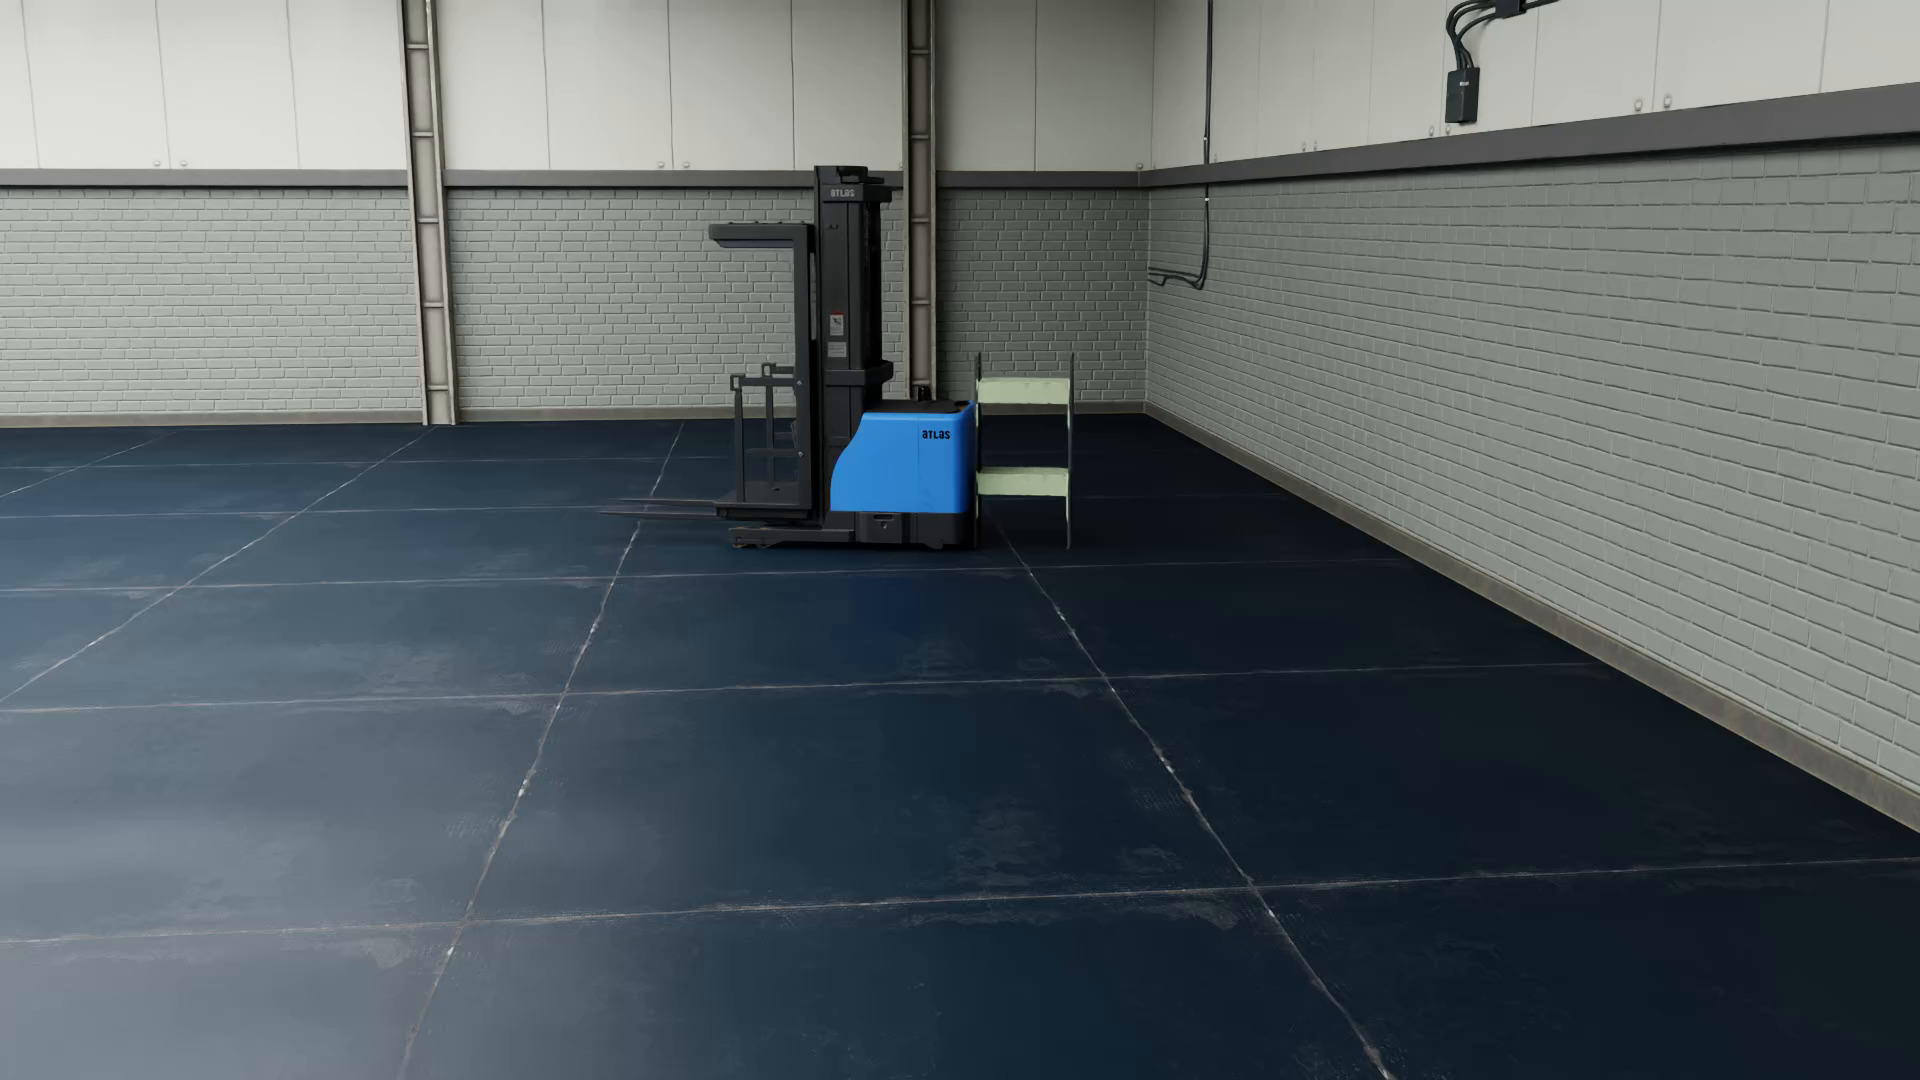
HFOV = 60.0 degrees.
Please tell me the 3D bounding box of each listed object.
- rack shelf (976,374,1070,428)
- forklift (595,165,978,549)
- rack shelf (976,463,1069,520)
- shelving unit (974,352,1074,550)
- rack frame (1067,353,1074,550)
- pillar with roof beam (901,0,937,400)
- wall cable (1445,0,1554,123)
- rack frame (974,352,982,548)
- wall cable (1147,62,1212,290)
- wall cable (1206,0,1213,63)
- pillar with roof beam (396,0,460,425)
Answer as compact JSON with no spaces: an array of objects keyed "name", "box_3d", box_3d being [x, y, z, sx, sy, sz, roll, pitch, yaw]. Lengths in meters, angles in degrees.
[{"name":"rack shelf","box_3d":[0.505,-1.089,12.998,0.720,0.370,0.431,1,11,6]},{"name":"forklift","box_3d":[-1.387,-1.470,13.248,3.031,2.935,1.130,1,11,7]},{"name":"rack shelf","box_3d":[0.505,-0.386,13.136,0.720,0.370,0.431,1,11,6]},{"name":"shelving unit","box_3d":[0.505,-0.706,13.073,0.755,1.500,0.431,1,11,6]},{"name":"rack frame","box_3d":[0.869,-0.699,13.036,0.023,1.500,0.400,1,11,6]},{"name":"pillar with roof beam","box_3d":[-0.049,-5.174,16.356,0.400,9.000,9.100,-1,11,-6]},{"name":"wall cable","box_3d":[3.567,-5.655,9.987,0.169,6.003,2.305,-1,11,-6]},{"name":"rack frame","box_3d":[0.141,-0.714,13.110,0.023,1.500,0.400,1,11,6]},{"name":"wall cable","box_3d":[2.558,-4.283,19.877,0.112,2.526,3.097,-1,11,-6]},{"name":"wall cable","box_3d":[2.850,-6.243,16.751,0.112,2.526,3.097,-1,11,-6]},{"name":"pillar with roof beam","box_3d":[-6.014,-5.049,15.720,0.400,9.000,9.100,-1,11,-6]}]
